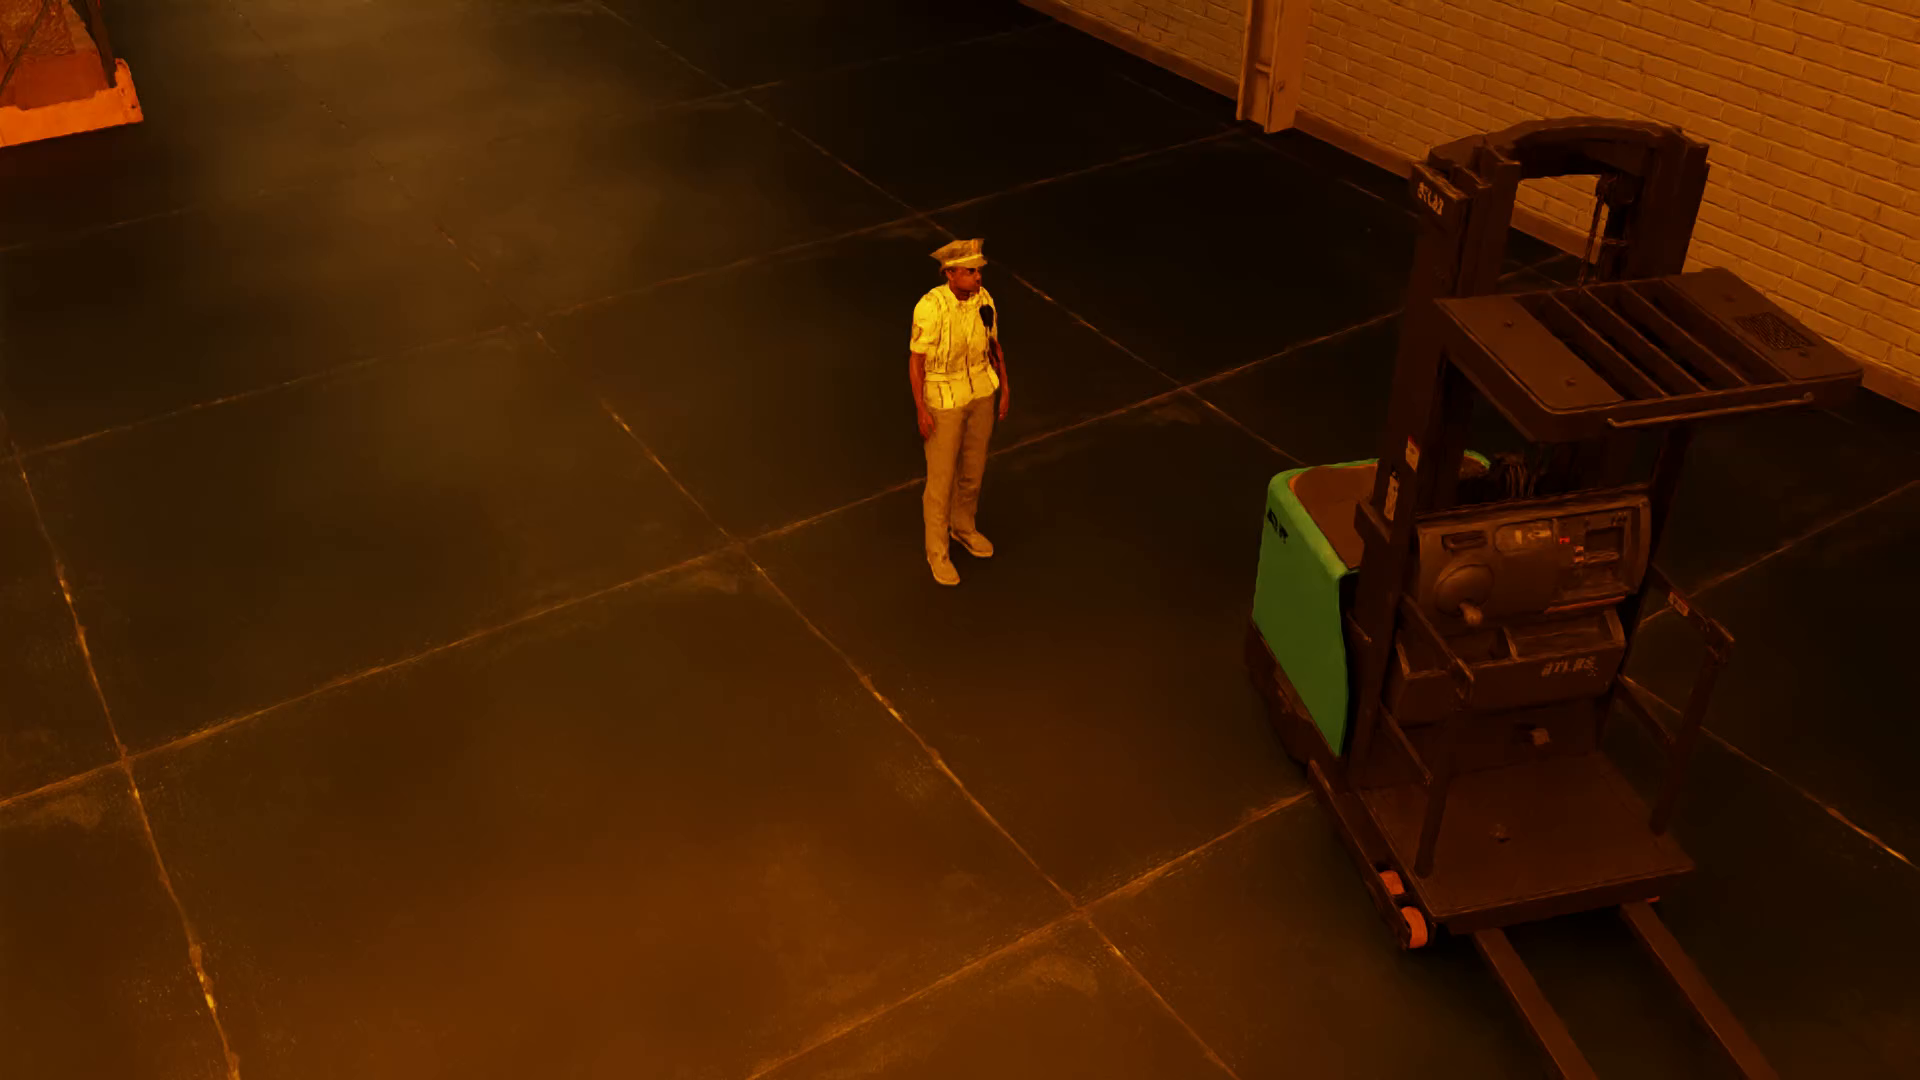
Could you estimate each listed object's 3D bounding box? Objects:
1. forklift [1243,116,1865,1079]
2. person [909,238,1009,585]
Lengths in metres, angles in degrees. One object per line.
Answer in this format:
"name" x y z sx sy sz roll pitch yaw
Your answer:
"forklift" 2.161 0.142 5.946 1.130 2.935 3.031 -8 36 -11
"person" 0.025 -0.657 8.146 0.570 1.693 0.529 -21 40 -27
